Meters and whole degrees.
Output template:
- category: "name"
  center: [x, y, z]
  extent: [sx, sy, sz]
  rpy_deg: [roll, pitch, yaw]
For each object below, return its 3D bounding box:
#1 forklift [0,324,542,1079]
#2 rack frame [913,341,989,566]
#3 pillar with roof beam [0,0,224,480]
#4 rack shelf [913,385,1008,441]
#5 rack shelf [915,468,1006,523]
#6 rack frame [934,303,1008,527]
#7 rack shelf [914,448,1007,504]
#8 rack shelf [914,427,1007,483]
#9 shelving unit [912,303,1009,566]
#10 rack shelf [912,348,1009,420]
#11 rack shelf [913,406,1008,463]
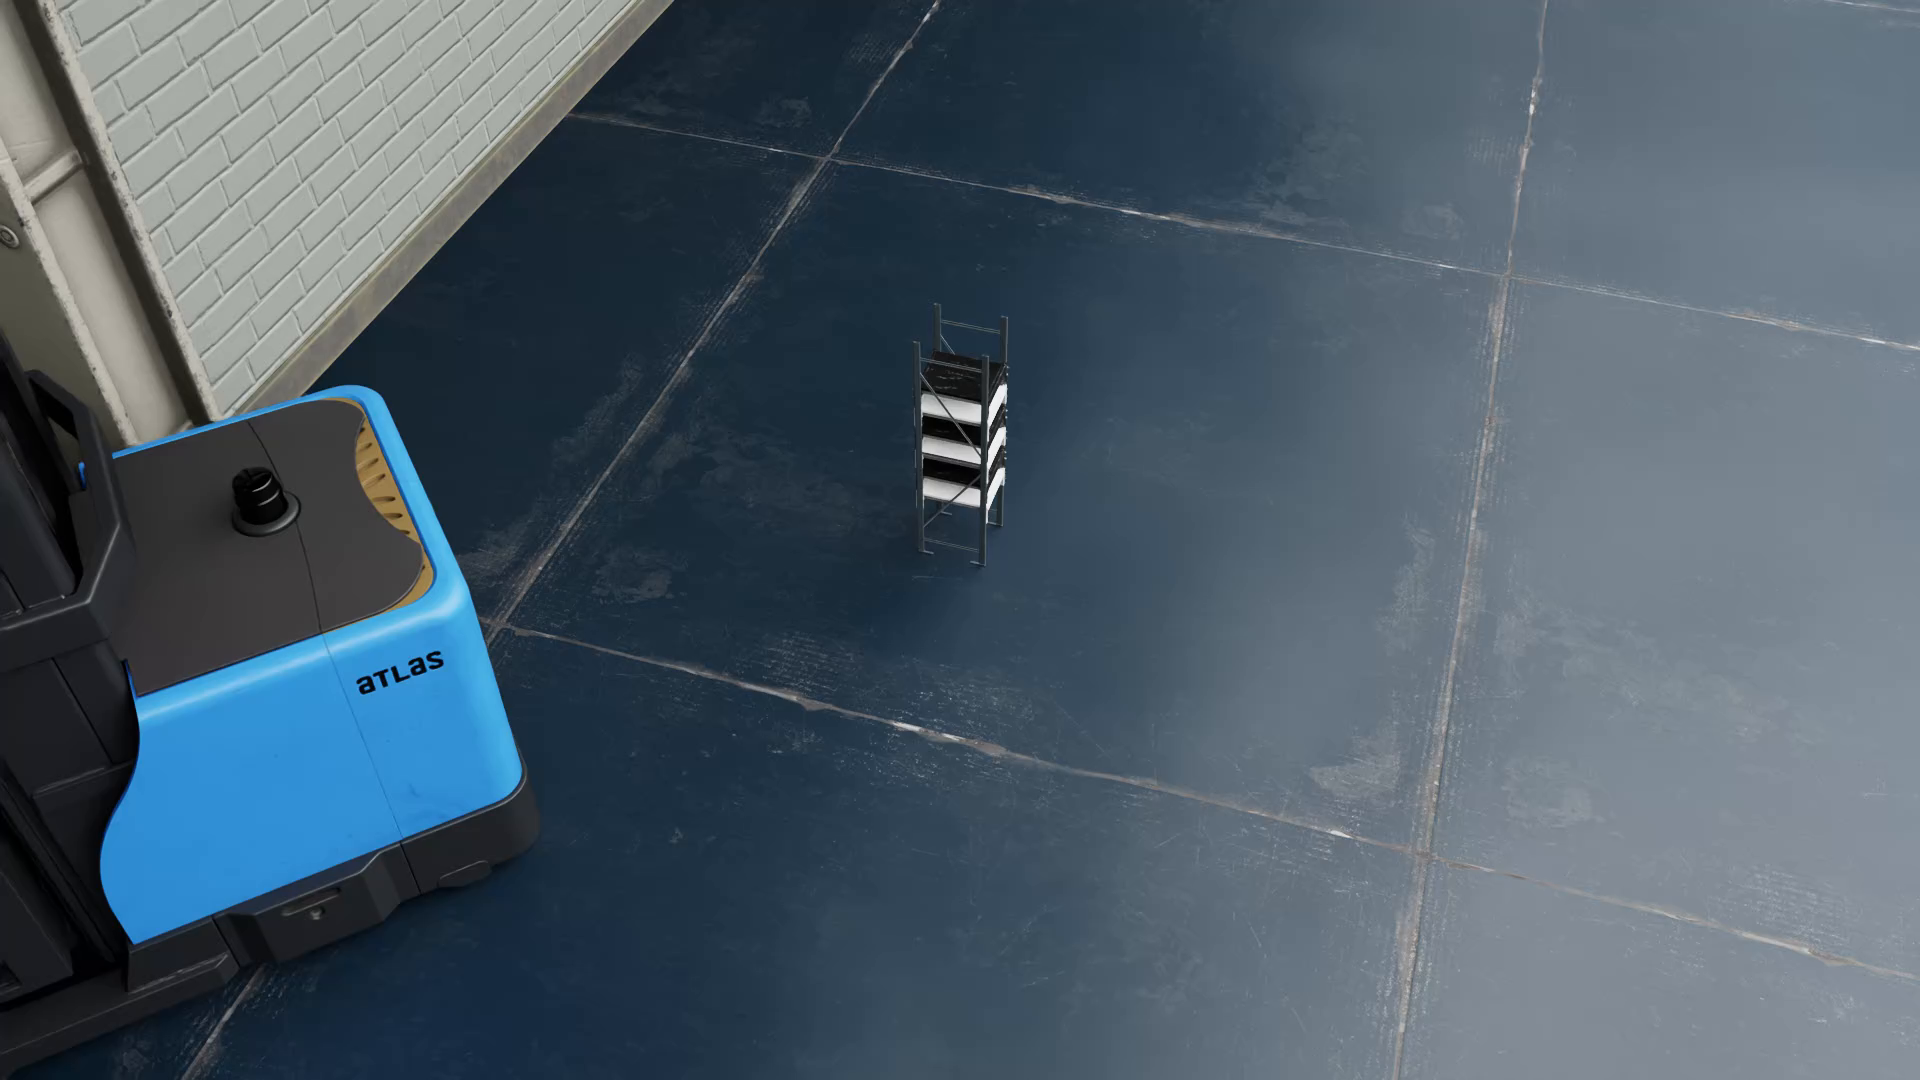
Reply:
- category: "forklift"
  center: [-2.752, 0.044, 3.609]
  extent: [3.031, 2.935, 1.130]
  rpy_deg: [-21, 48, -20]
- category: "rack frame"
  center: [-0.028, -0.259, 5.372]
  extent: [0.240, 0.900, 0.006]
  rpy_deg: [13, 46, 12]
- category: "pillar with roof beam"
  center: [1.466, -2.277, 1.643]
  extent: [9.100, 9.000, 0.400]
  rpy_deg: [13, 46, 13]
- category: "rack shelf"
  center: [0.002, -0.432, 5.338]
  extent: [0.258, 0.077, 0.200]
  rpy_deg: [13, 46, 12]
- category: "rack shelf"
  center: [0.002, -0.175, 5.590]
  extent: [0.258, 0.077, 0.200]
  rpy_deg: [13, 46, 12]
- category: "rack frame"
  center: [0.033, -0.395, 5.510]
  extent: [0.240, 0.900, 0.006]
  rpy_deg: [13, 46, 12]
- category: "rack shelf"
  center: [0.002, -0.239, 5.527]
  extent: [0.258, 0.077, 0.200]
  rpy_deg: [13, 46, 12]
- category: "rack shelf"
  center: [0.002, -0.303, 5.464]
  extent: [0.258, 0.077, 0.200]
  rpy_deg: [13, 46, 12]
- category: "shelving unit"
  center: [0.002, -0.327, 5.441]
  extent: [0.258, 0.900, 0.210]
  rpy_deg: [13, 46, 12]
- category: "rack shelf"
  center: [0.002, -0.496, 5.275]
  extent: [0.258, 0.077, 0.200]
  rpy_deg: [13, 46, 12]
- category: "rack shelf"
  center: [0.002, -0.368, 5.401]
  extent: [0.258, 0.077, 0.200]
  rpy_deg: [13, 46, 12]
